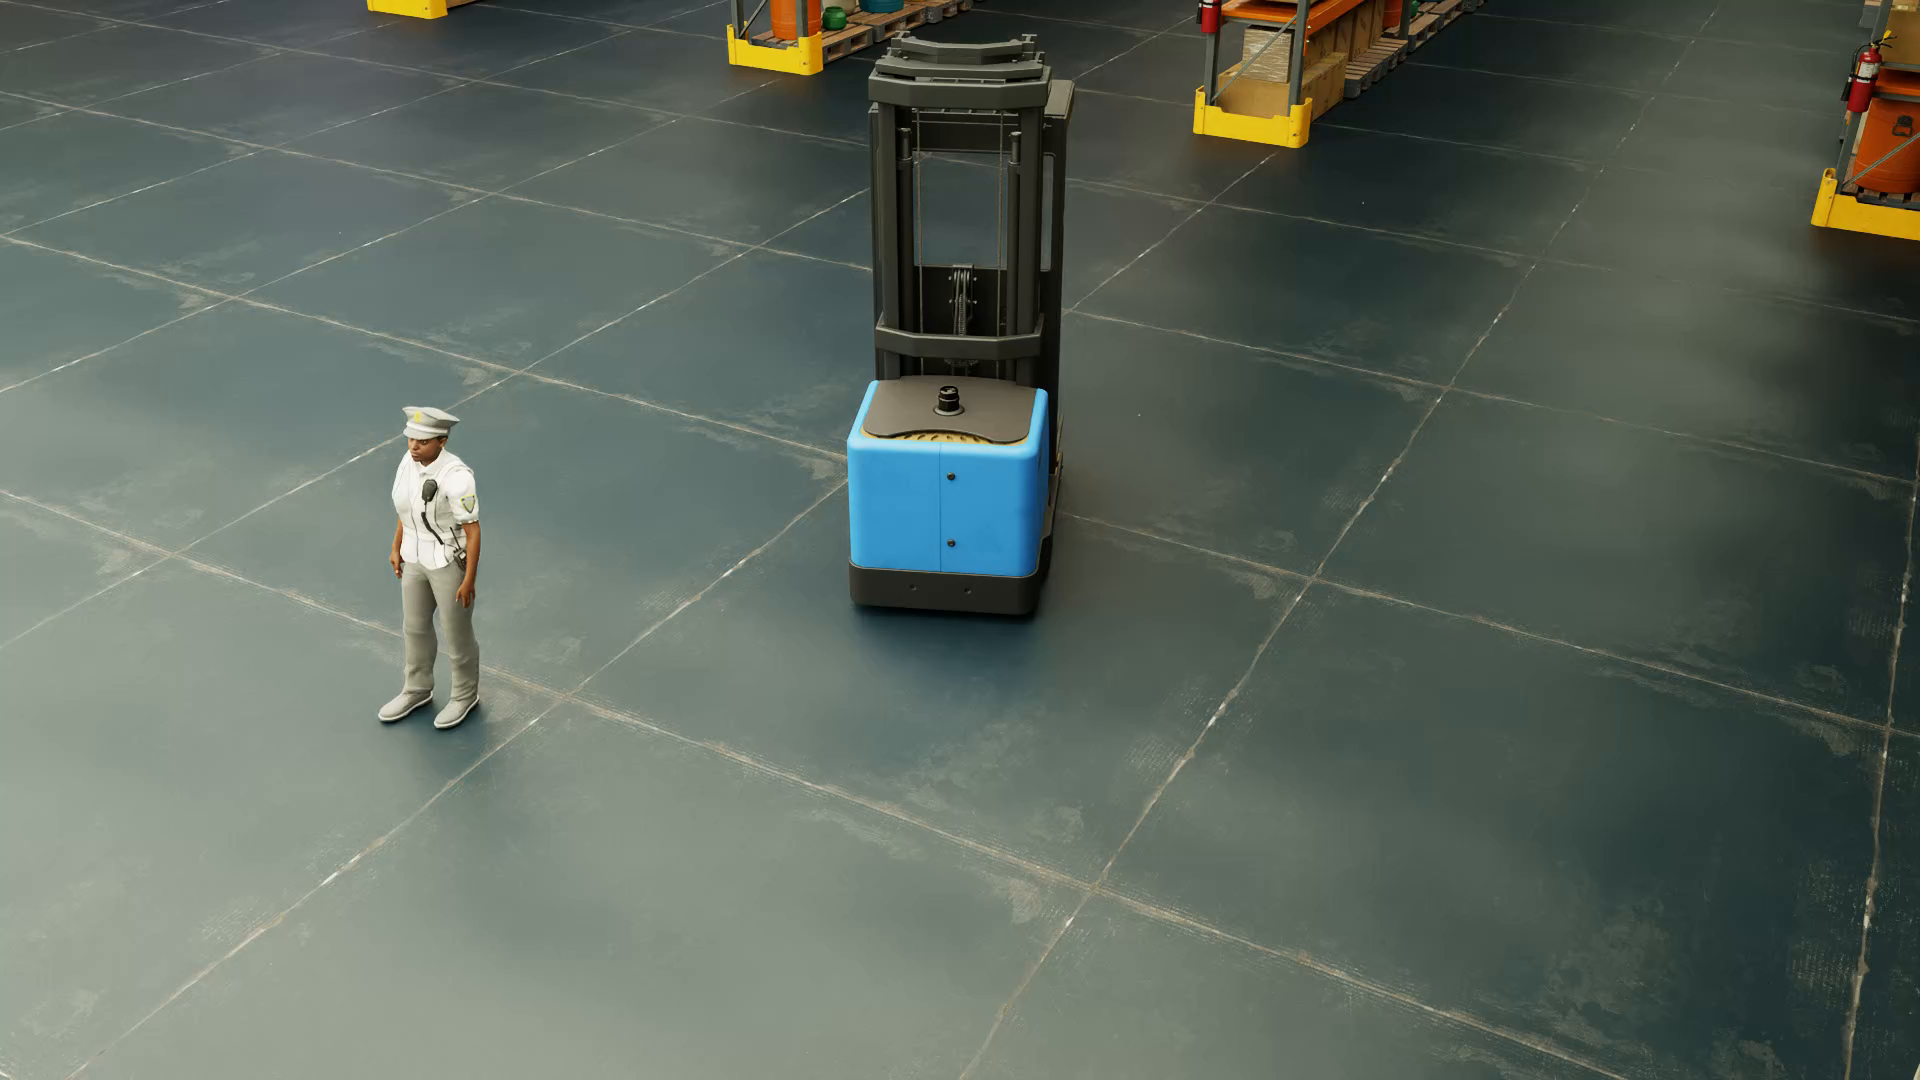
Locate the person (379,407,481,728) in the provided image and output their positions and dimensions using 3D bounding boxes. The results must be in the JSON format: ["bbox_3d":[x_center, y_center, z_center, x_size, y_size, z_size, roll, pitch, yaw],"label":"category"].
[{"bbox_3d":[-2.586,0.136,8.057,0.570,1.697,0.528,17,34,27],"label":"person"}]

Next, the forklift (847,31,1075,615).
[{"bbox_3d":[0.072,-1.572,9.794,1.130,2.935,3.031,3,30,6],"label":"forklift"}]
